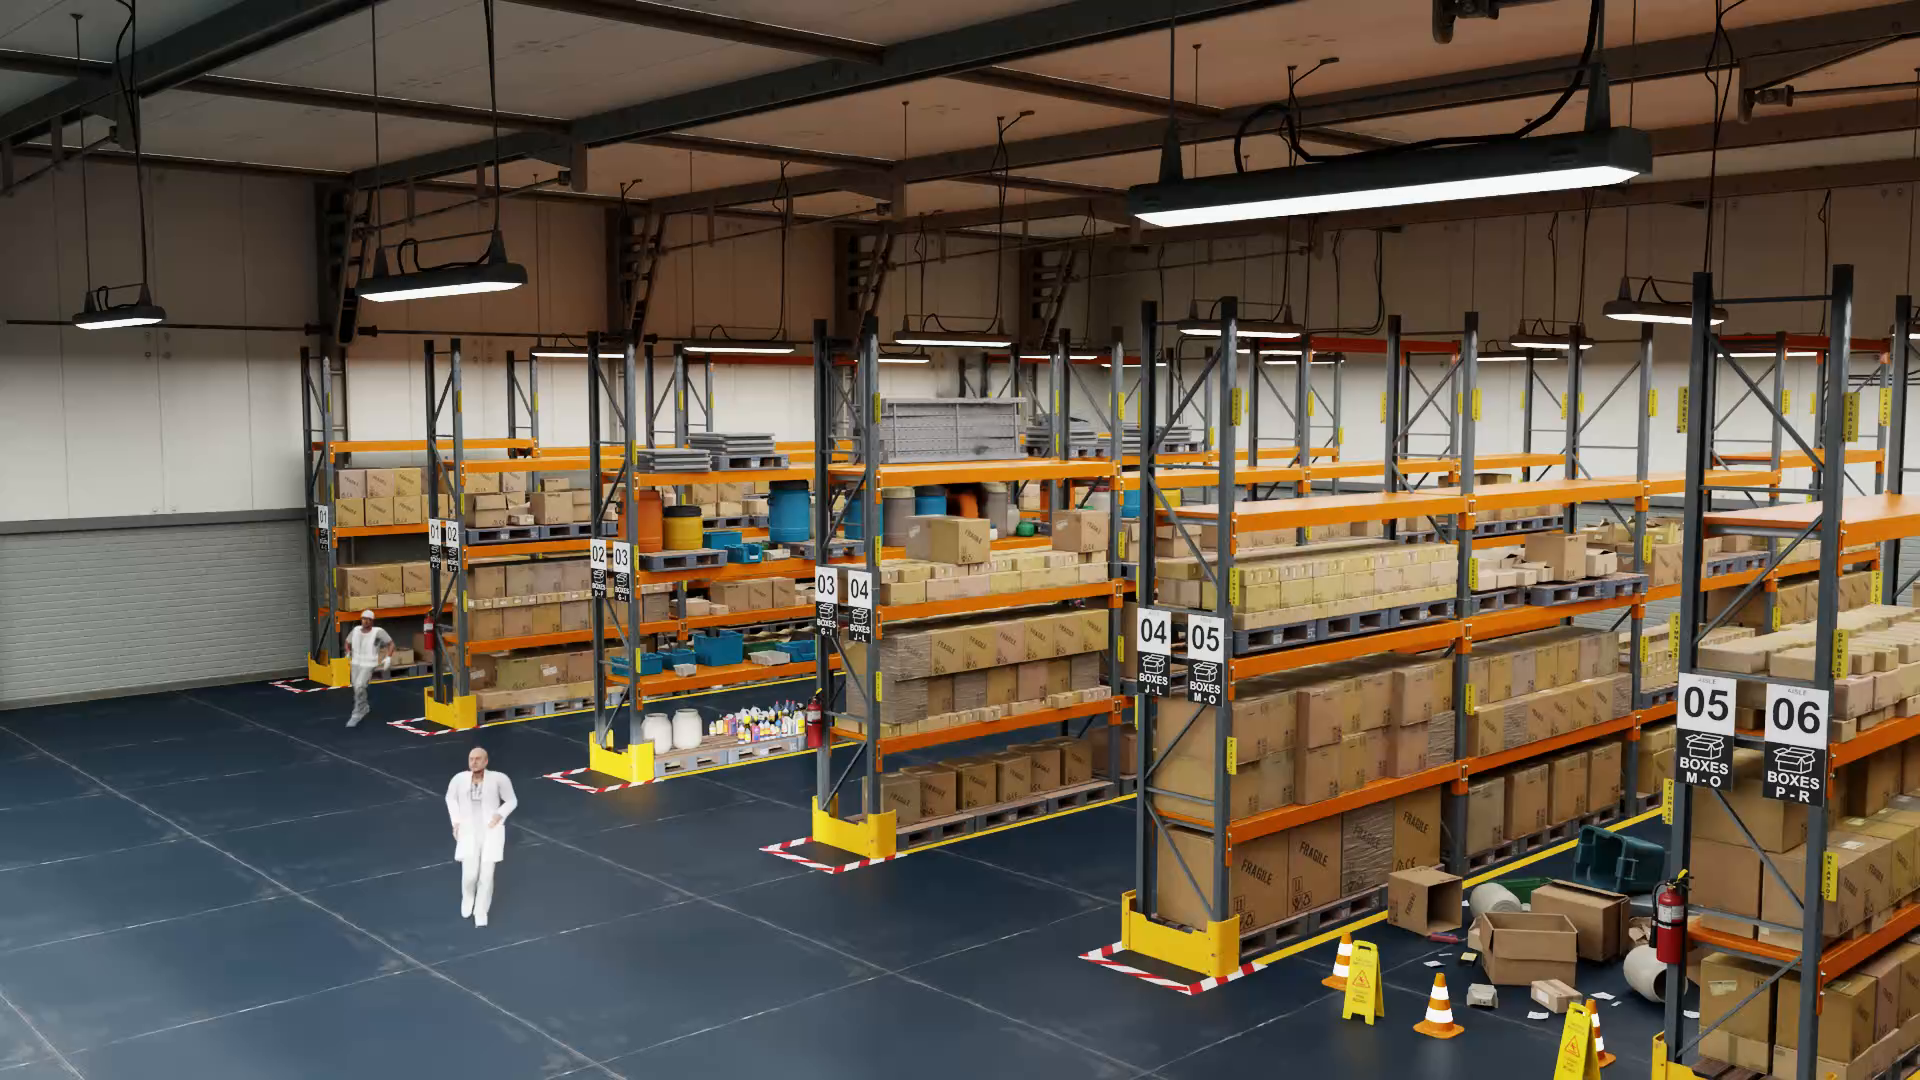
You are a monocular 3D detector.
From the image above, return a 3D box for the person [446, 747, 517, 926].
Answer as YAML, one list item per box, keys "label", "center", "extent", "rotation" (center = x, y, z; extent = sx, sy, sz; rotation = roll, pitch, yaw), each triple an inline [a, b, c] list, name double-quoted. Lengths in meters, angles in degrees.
- label: "person"
  center: [-4.647, 2.879, 16.120]
  extent: [0.692, 1.747, 0.650]
  rotation: [-1, 5, -9]

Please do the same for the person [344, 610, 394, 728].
- label: "person"
  center: [-9.295, 1.993, 26.036]
  extent: [0.749, 1.818, 0.735]
  rotation: [1, 5, 14]

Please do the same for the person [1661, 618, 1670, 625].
- label: "person"
  center: [10.973, 2.070, 25.767]
  extent: [0.690, 1.729, 0.612]
  rotation: [-5, 7, -44]
